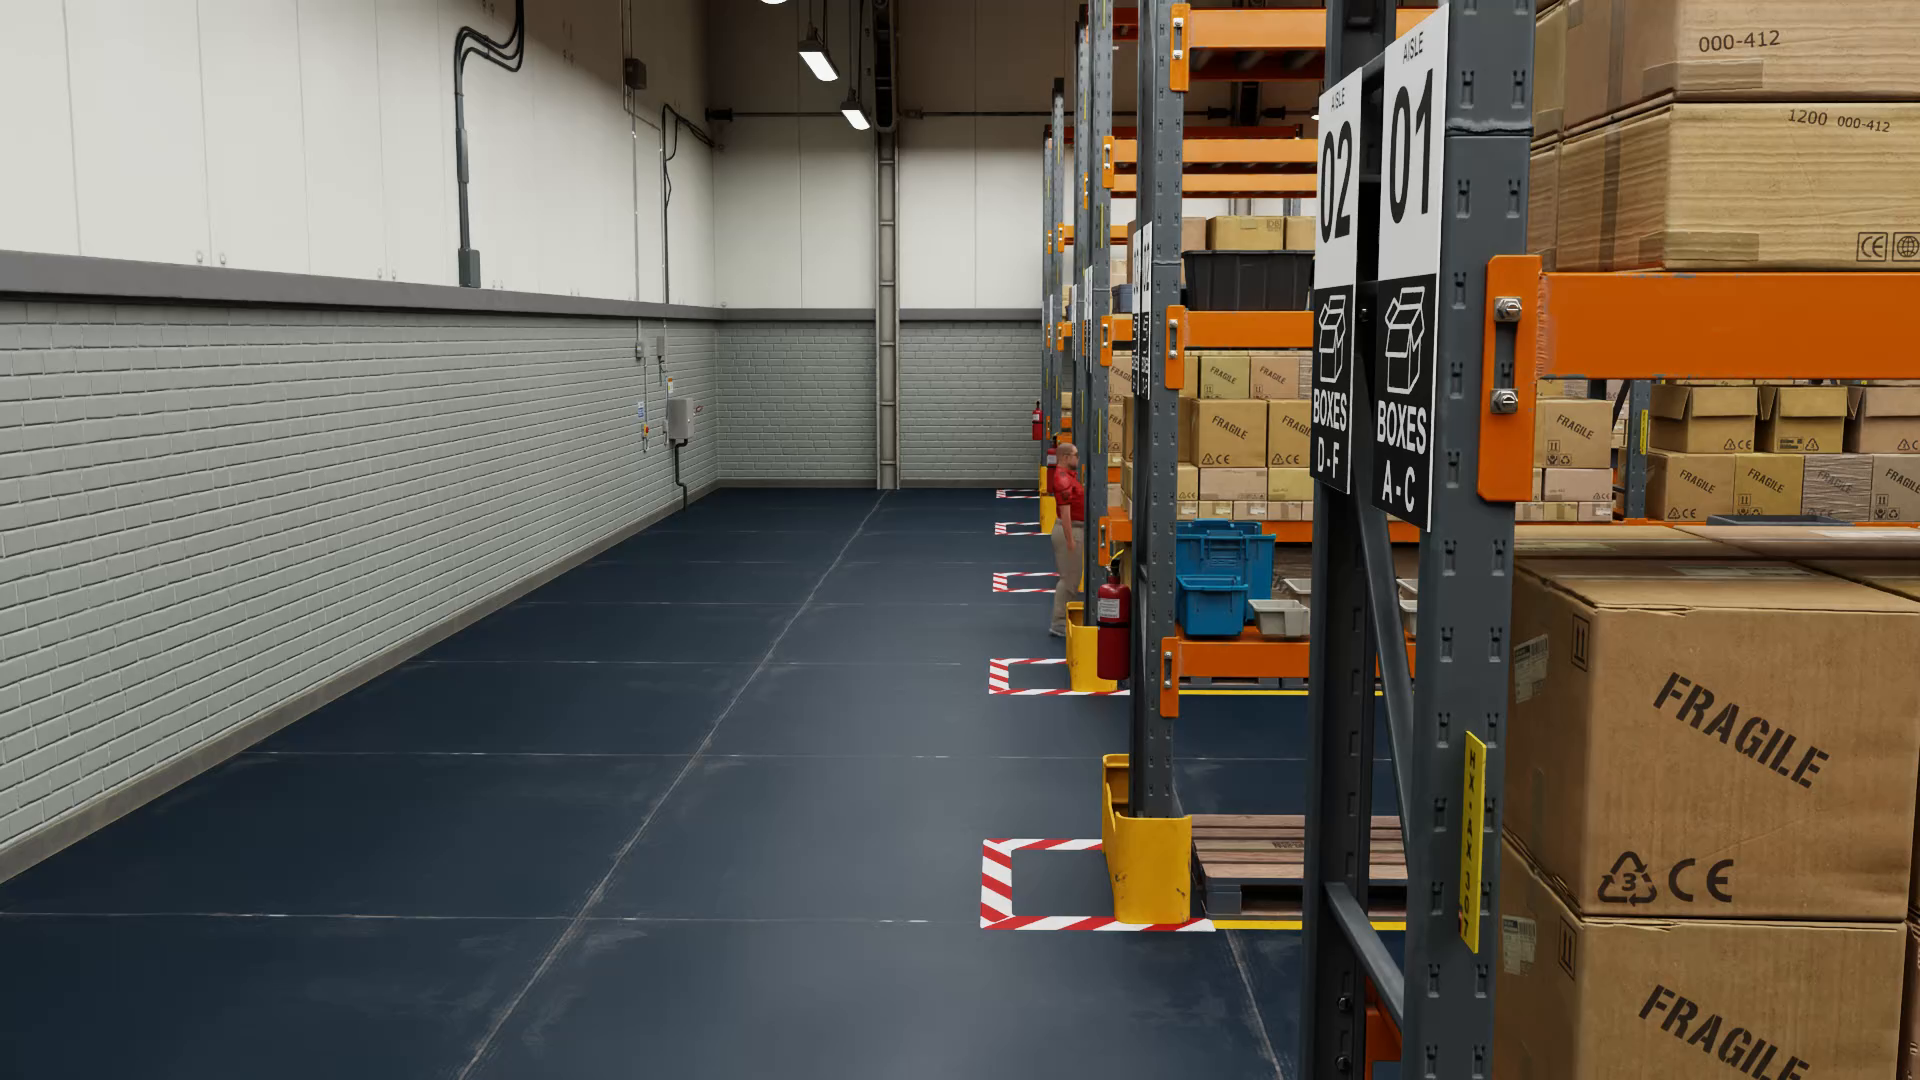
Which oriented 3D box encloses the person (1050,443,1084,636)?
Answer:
[{"bbox_3d":[0.996,-0.003,15.008,0.367,1.753,0.527,0,7,3],"label":"person"}]
